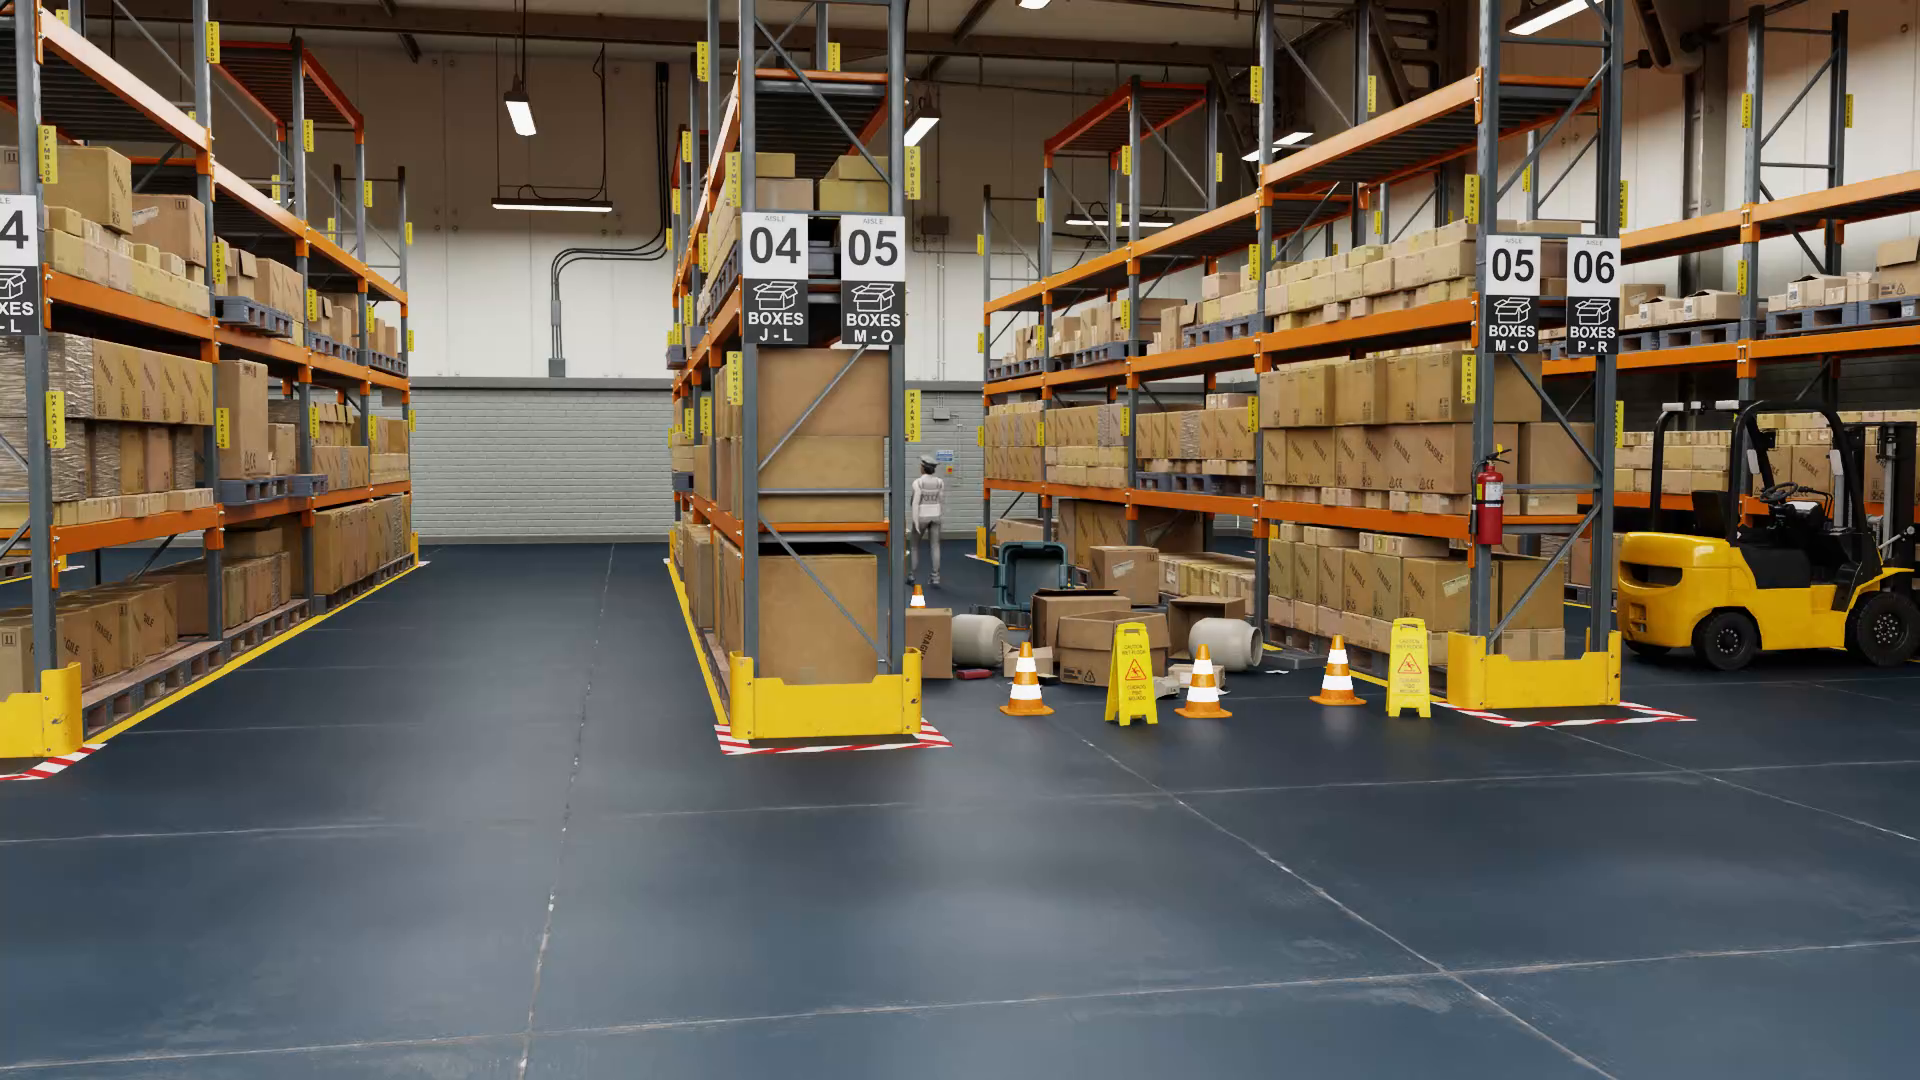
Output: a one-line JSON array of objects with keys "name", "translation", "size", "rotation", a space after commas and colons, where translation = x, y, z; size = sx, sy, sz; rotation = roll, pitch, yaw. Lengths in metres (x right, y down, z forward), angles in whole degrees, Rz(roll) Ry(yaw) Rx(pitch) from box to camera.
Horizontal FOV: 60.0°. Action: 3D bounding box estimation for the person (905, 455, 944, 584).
[{"name": "person", "translation": [-0.449, -0.259, 21.481], "size": [0.485, 1.682, 0.807], "rotation": [-1, 3, -19]}]
